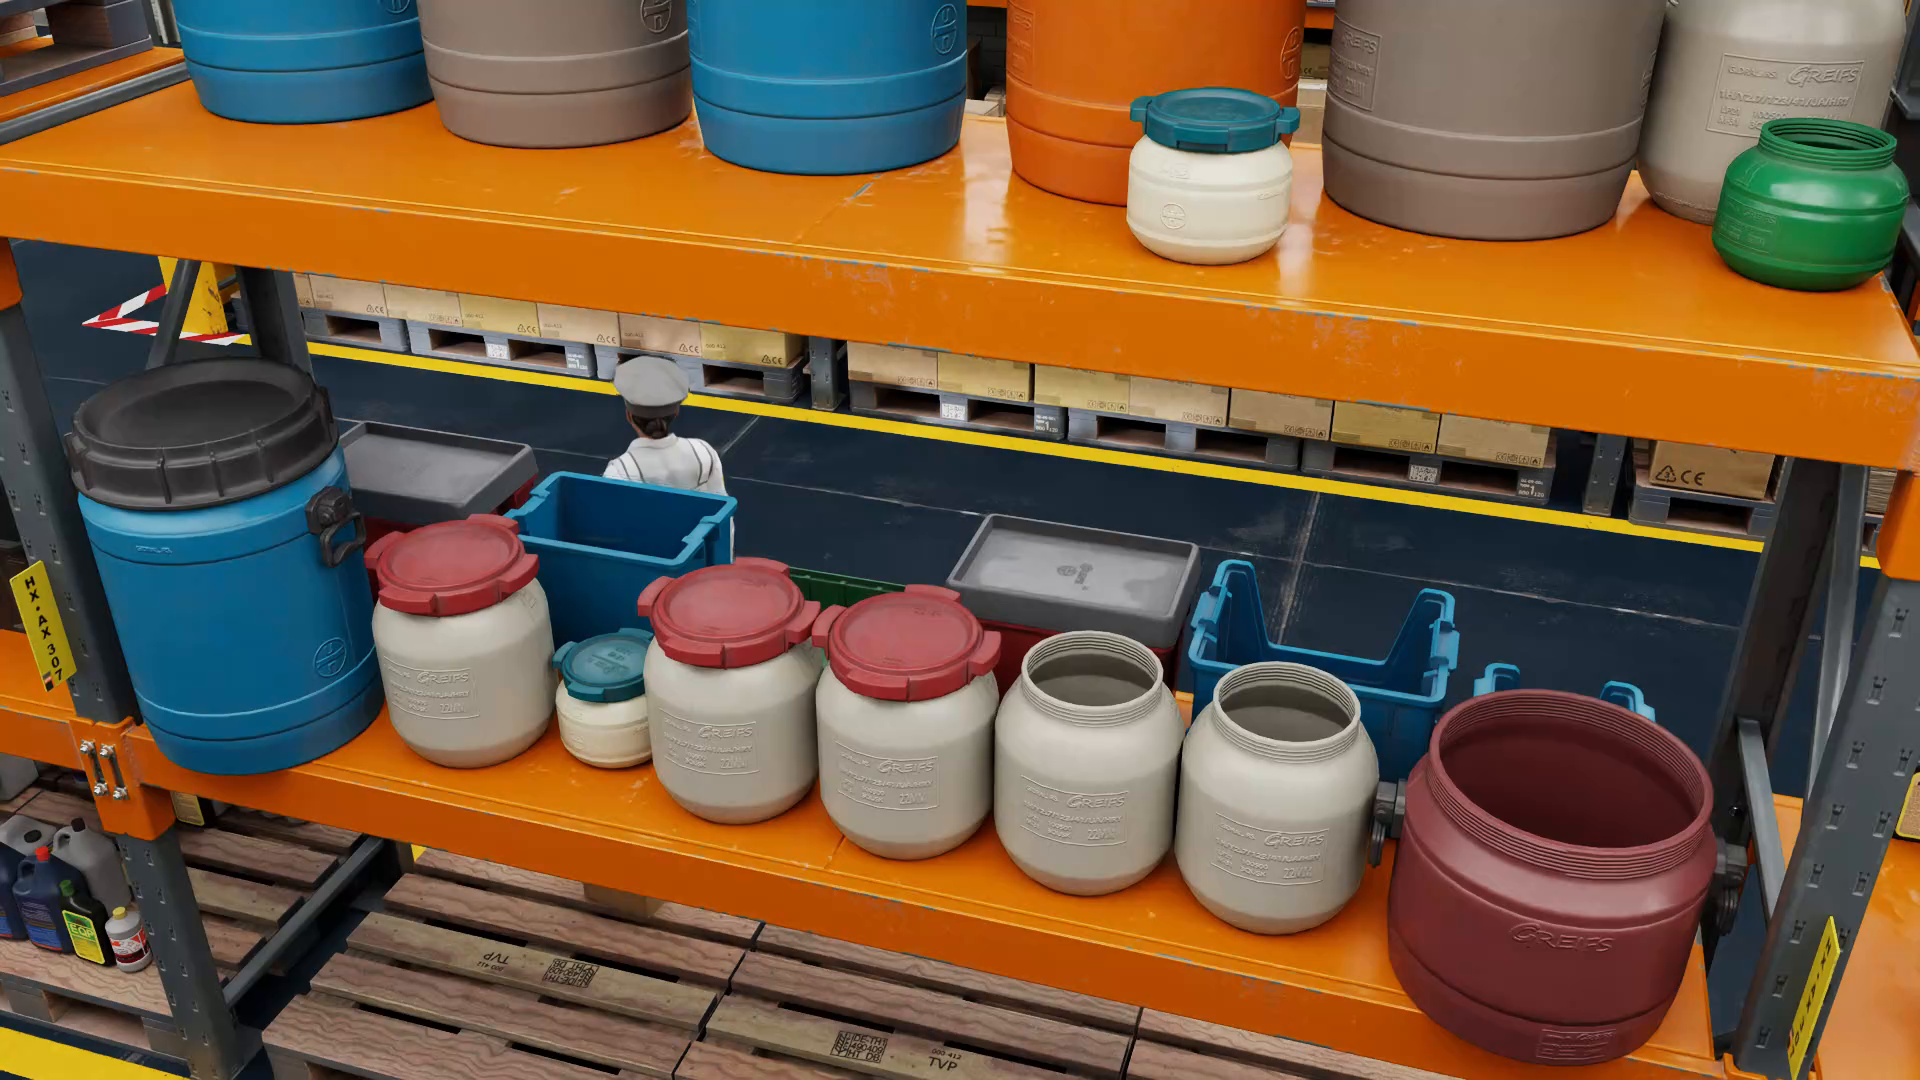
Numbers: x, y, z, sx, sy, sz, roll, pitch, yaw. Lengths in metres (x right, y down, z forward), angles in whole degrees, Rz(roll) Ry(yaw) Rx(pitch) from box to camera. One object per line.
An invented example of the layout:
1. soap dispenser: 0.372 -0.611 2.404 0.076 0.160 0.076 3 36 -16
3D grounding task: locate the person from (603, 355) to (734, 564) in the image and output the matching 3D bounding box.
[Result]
1. person: -0.995 0.203 5.719 0.525 1.673 0.484 -17 34 -28
